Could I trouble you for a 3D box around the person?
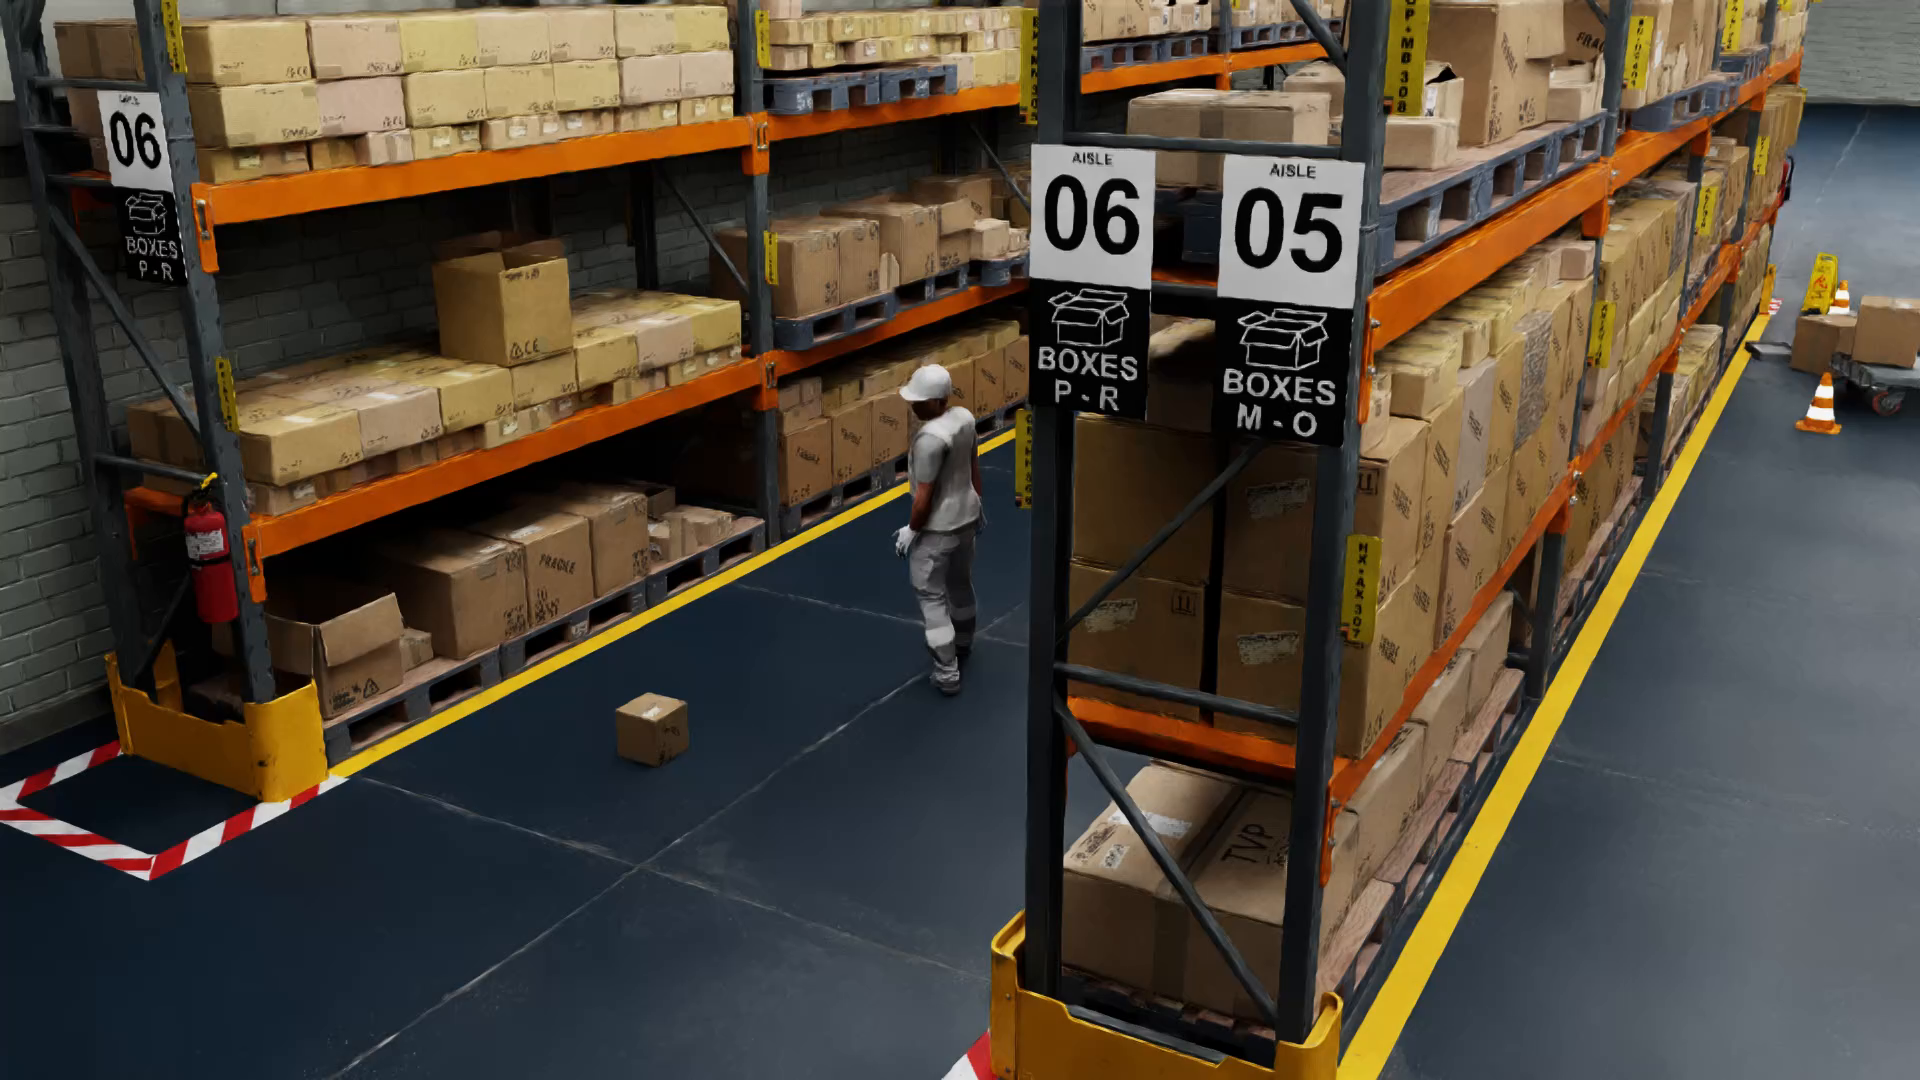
[{"bbox_3d":[-0.125,-0.104,8.870,0.546,1.771,0.652,13,23,33],"label":"person"}]
